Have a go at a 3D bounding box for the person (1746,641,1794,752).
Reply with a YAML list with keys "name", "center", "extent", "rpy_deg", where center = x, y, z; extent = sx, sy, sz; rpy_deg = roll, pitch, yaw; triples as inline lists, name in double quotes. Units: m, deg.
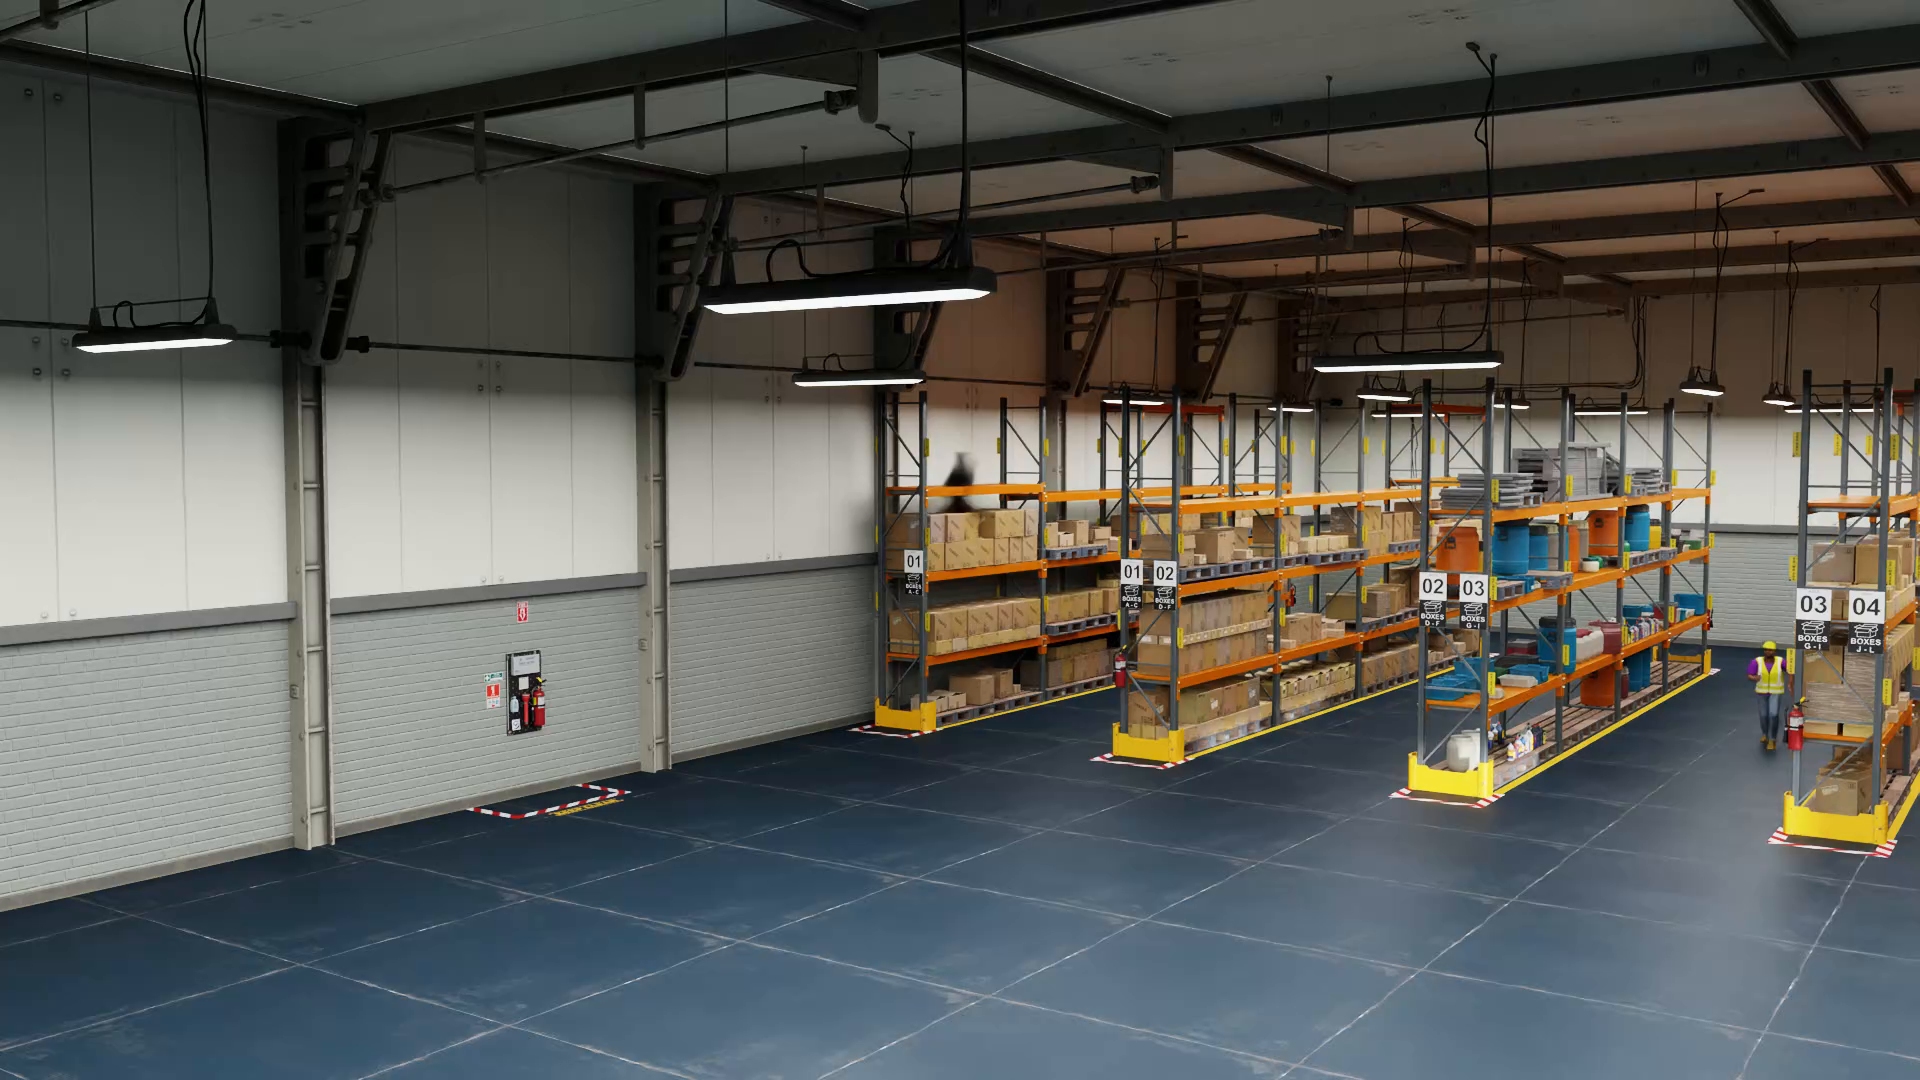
- name: "person"
  center: [13.457, 2.585, 27.655]
  extent: [0.686, 1.823, 0.846]
  rpy_deg: [2, 4, 31]
